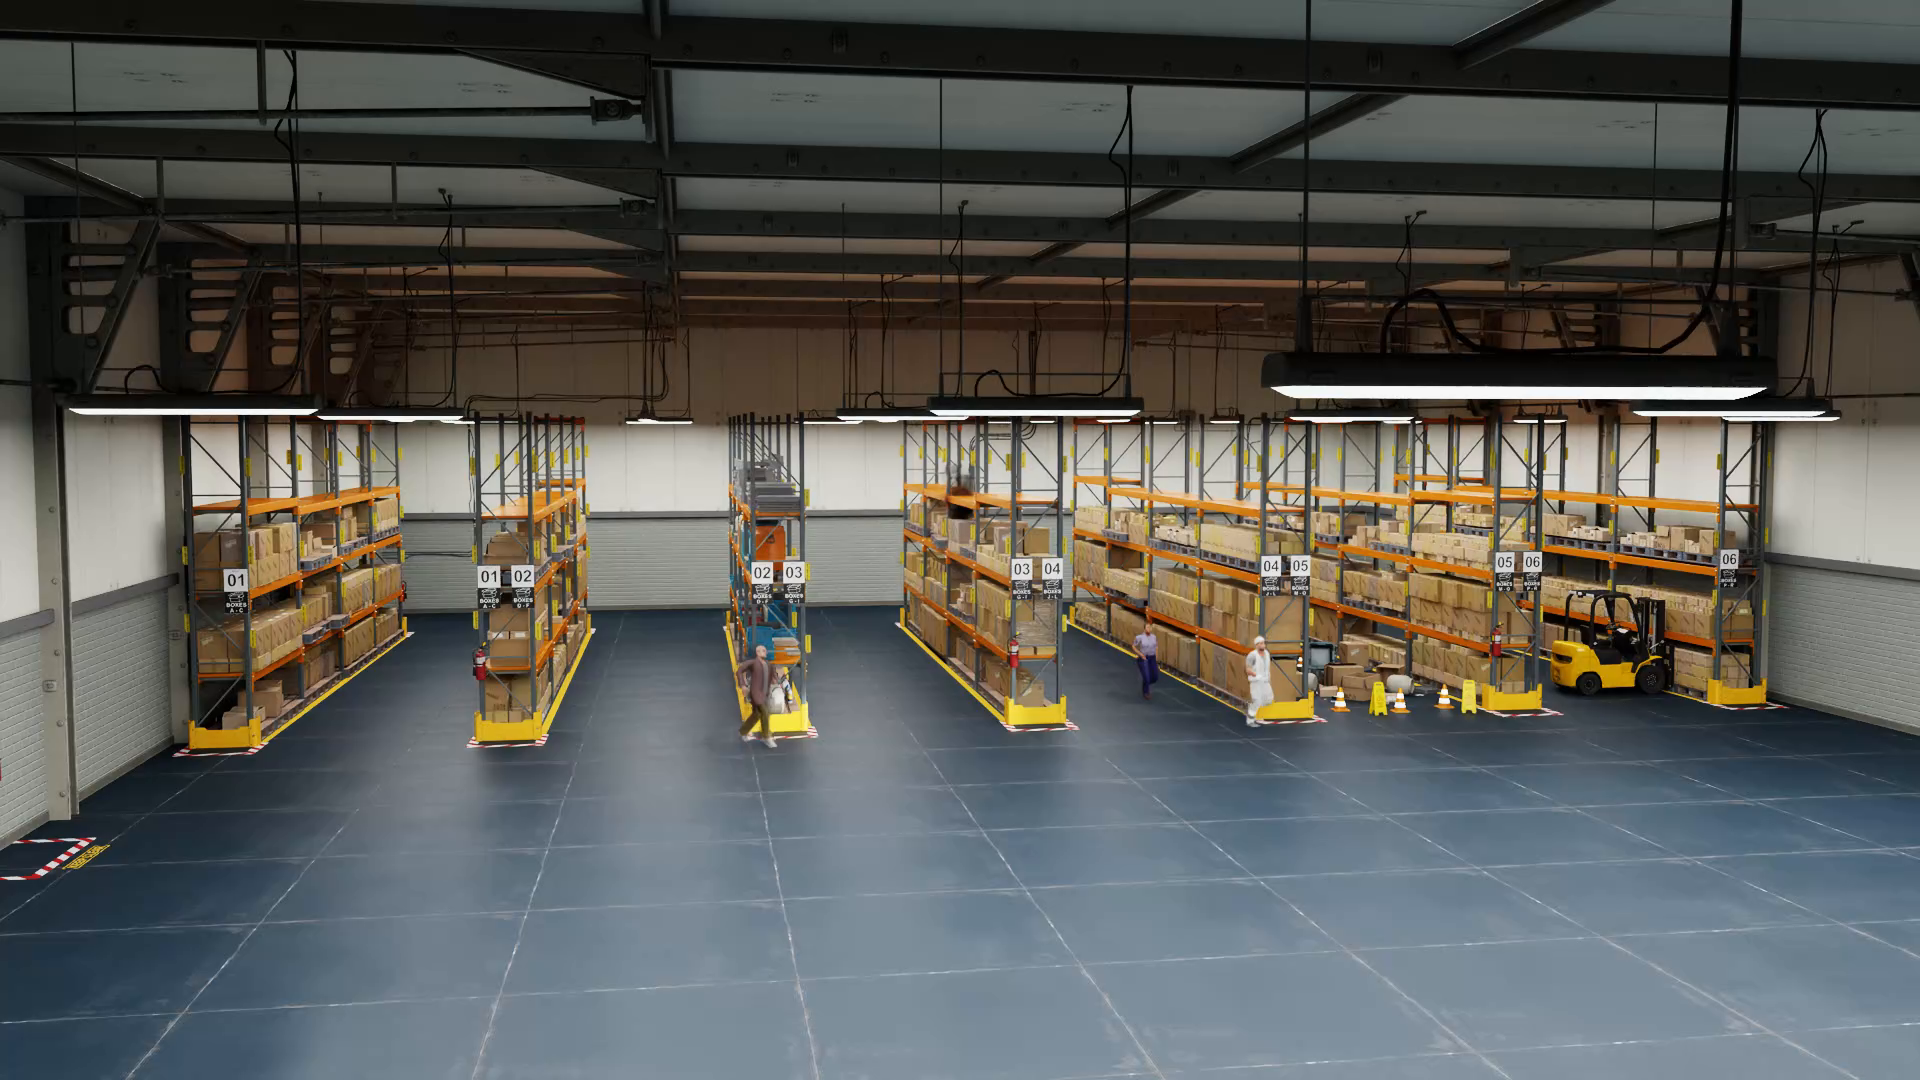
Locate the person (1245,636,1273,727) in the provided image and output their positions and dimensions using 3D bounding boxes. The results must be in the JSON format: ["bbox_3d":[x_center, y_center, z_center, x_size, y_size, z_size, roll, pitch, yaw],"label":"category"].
[{"bbox_3d":[5.723,2.697,31.684,0.686,1.741,0.645,-2,5,-32],"label":"person"}]

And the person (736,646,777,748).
[{"bbox_3d":[-3.548,2.796,29.937,0.917,1.774,0.702,2,5,33],"label":"person"}]

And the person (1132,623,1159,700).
[{"bbox_3d":[3.913,2.542,35.022,0.613,1.618,0.527,-1,4,-21],"label":"person"}]
